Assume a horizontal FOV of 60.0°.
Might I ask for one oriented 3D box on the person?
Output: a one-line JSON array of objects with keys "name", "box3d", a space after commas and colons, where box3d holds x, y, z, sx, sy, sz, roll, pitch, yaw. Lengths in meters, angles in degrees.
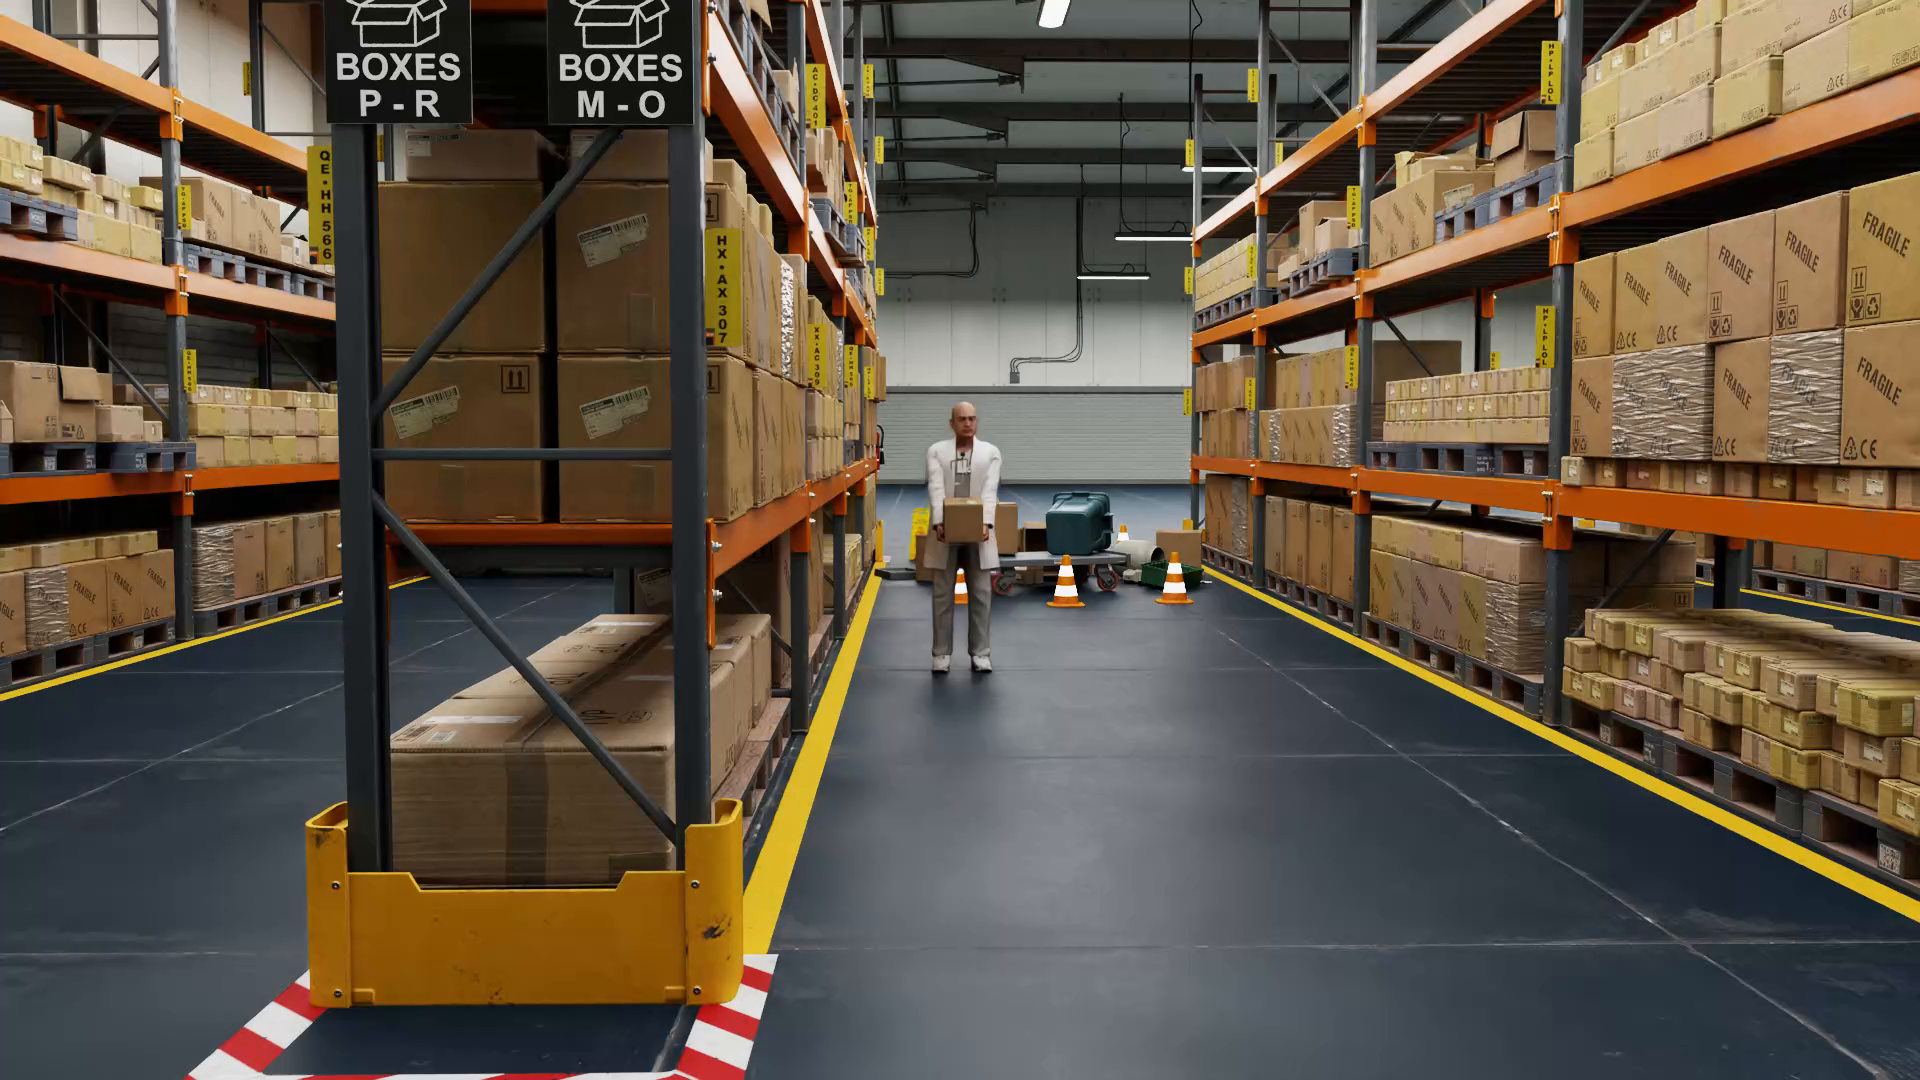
[{"name": "person", "box3d": [0.017, -0.016, 10.970, 0.528, 1.781, 0.564, 0, 4, -2]}]
